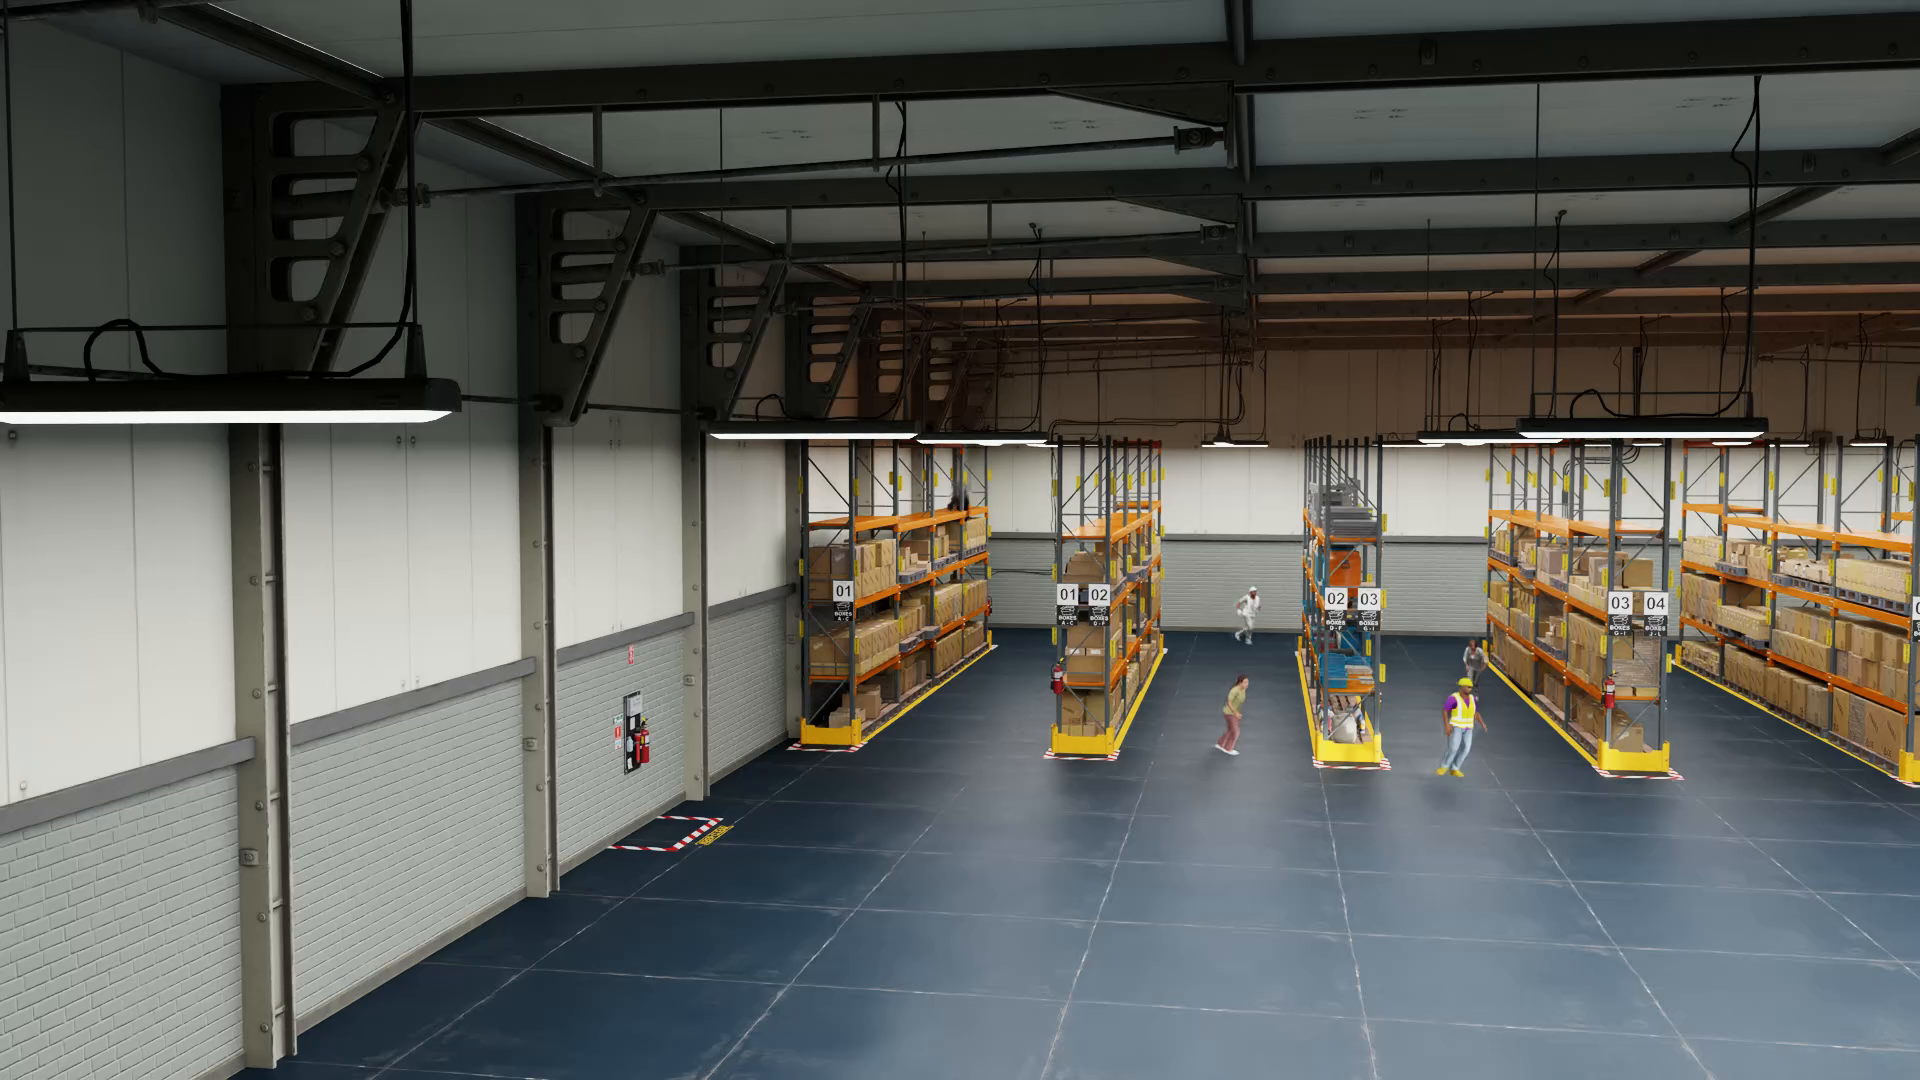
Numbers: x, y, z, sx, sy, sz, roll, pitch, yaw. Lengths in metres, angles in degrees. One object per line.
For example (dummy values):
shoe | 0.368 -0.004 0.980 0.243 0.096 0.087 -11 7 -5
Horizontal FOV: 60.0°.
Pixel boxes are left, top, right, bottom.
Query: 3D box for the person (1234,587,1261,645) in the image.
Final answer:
person | 8.488 2.242 49.160 0.809 1.714 0.663 -2 4 -38

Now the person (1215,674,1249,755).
person | 5.086 3.261 31.197 0.787 1.555 0.603 2 4 35

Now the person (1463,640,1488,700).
person | 11.780 2.964 37.963 0.554 1.424 0.848 1 3 24

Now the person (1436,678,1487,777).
person | 8.753 3.291 29.054 0.786 1.752 0.593 -1 3 -24
